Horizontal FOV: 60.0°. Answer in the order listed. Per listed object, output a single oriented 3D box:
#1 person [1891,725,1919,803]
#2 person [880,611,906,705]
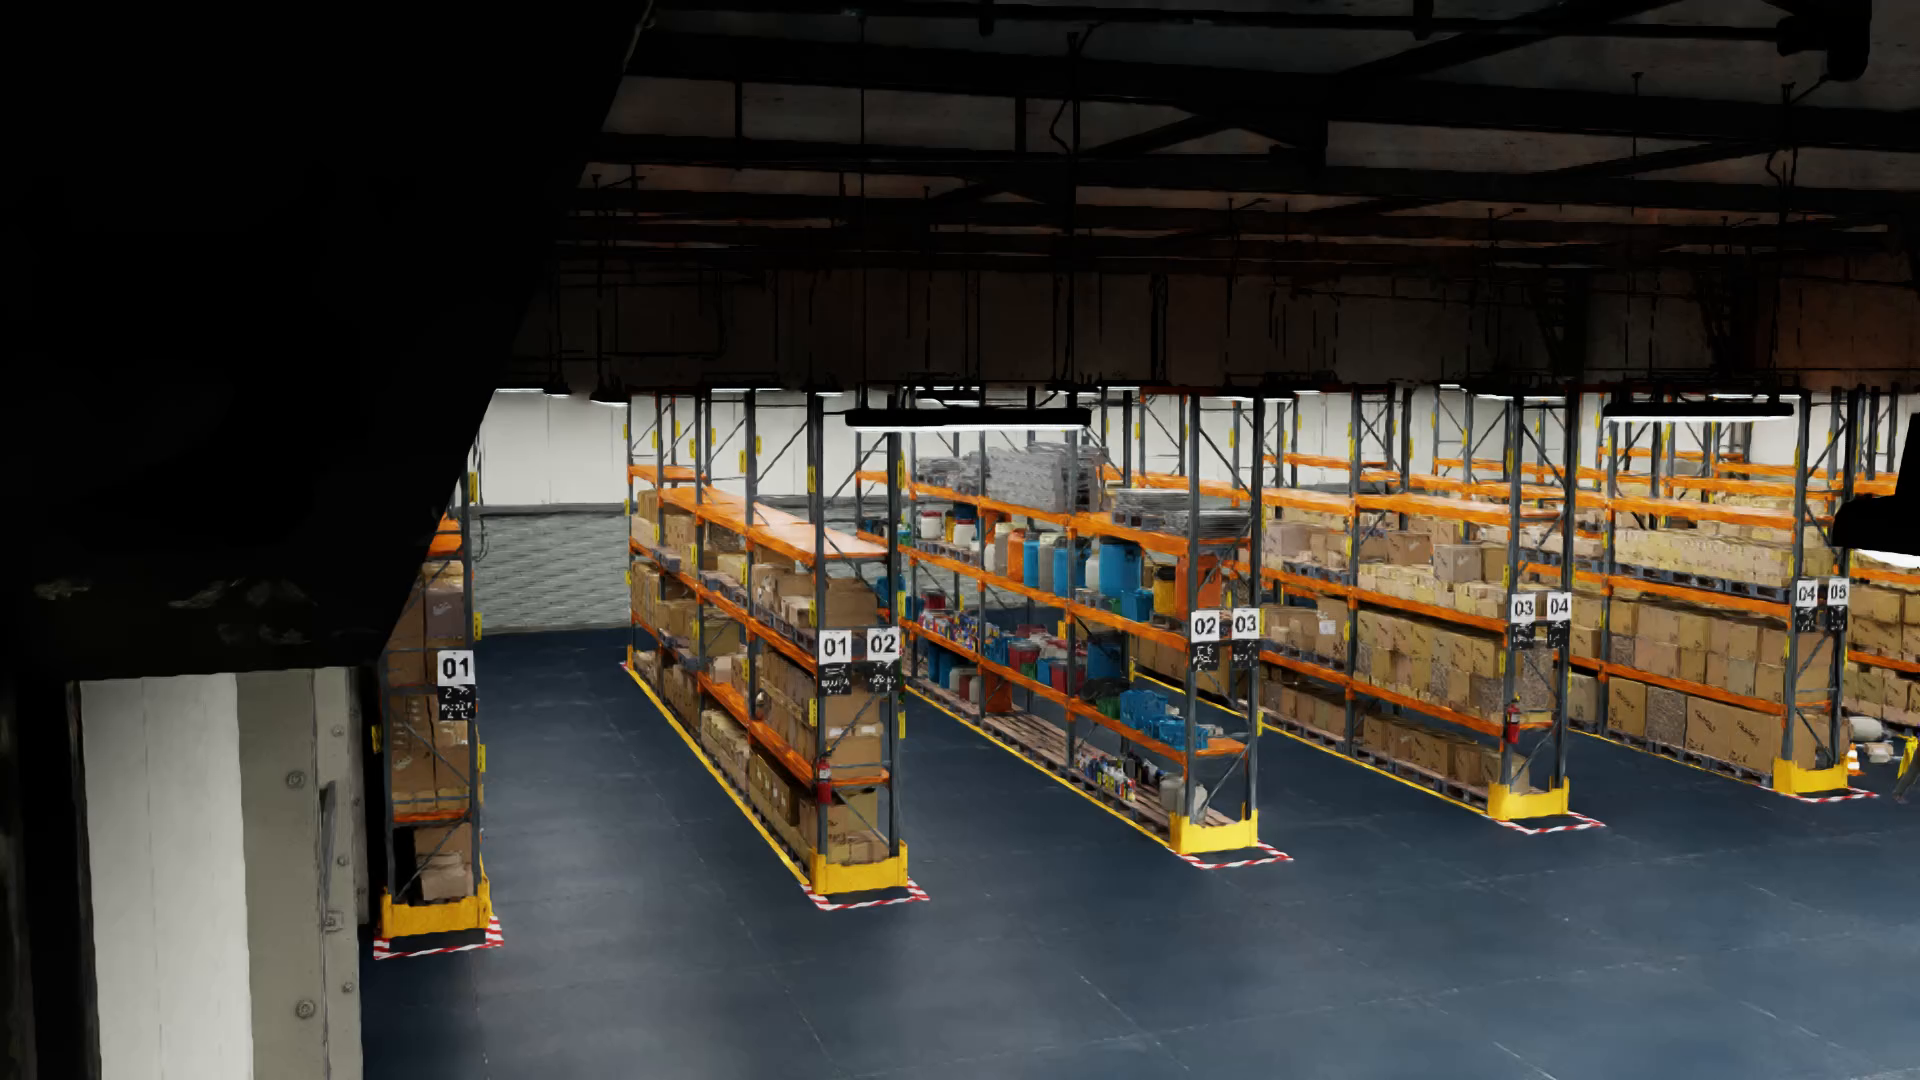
[{"bbox_3d":[13.868,3.079,23.777,0.447,1.574,1.088,-2,6,-17],"label":"person"},{"bbox_3d":[-1.294,2.192,31.336,0.550,1.787,0.628,0,6,0],"label":"person"}]
